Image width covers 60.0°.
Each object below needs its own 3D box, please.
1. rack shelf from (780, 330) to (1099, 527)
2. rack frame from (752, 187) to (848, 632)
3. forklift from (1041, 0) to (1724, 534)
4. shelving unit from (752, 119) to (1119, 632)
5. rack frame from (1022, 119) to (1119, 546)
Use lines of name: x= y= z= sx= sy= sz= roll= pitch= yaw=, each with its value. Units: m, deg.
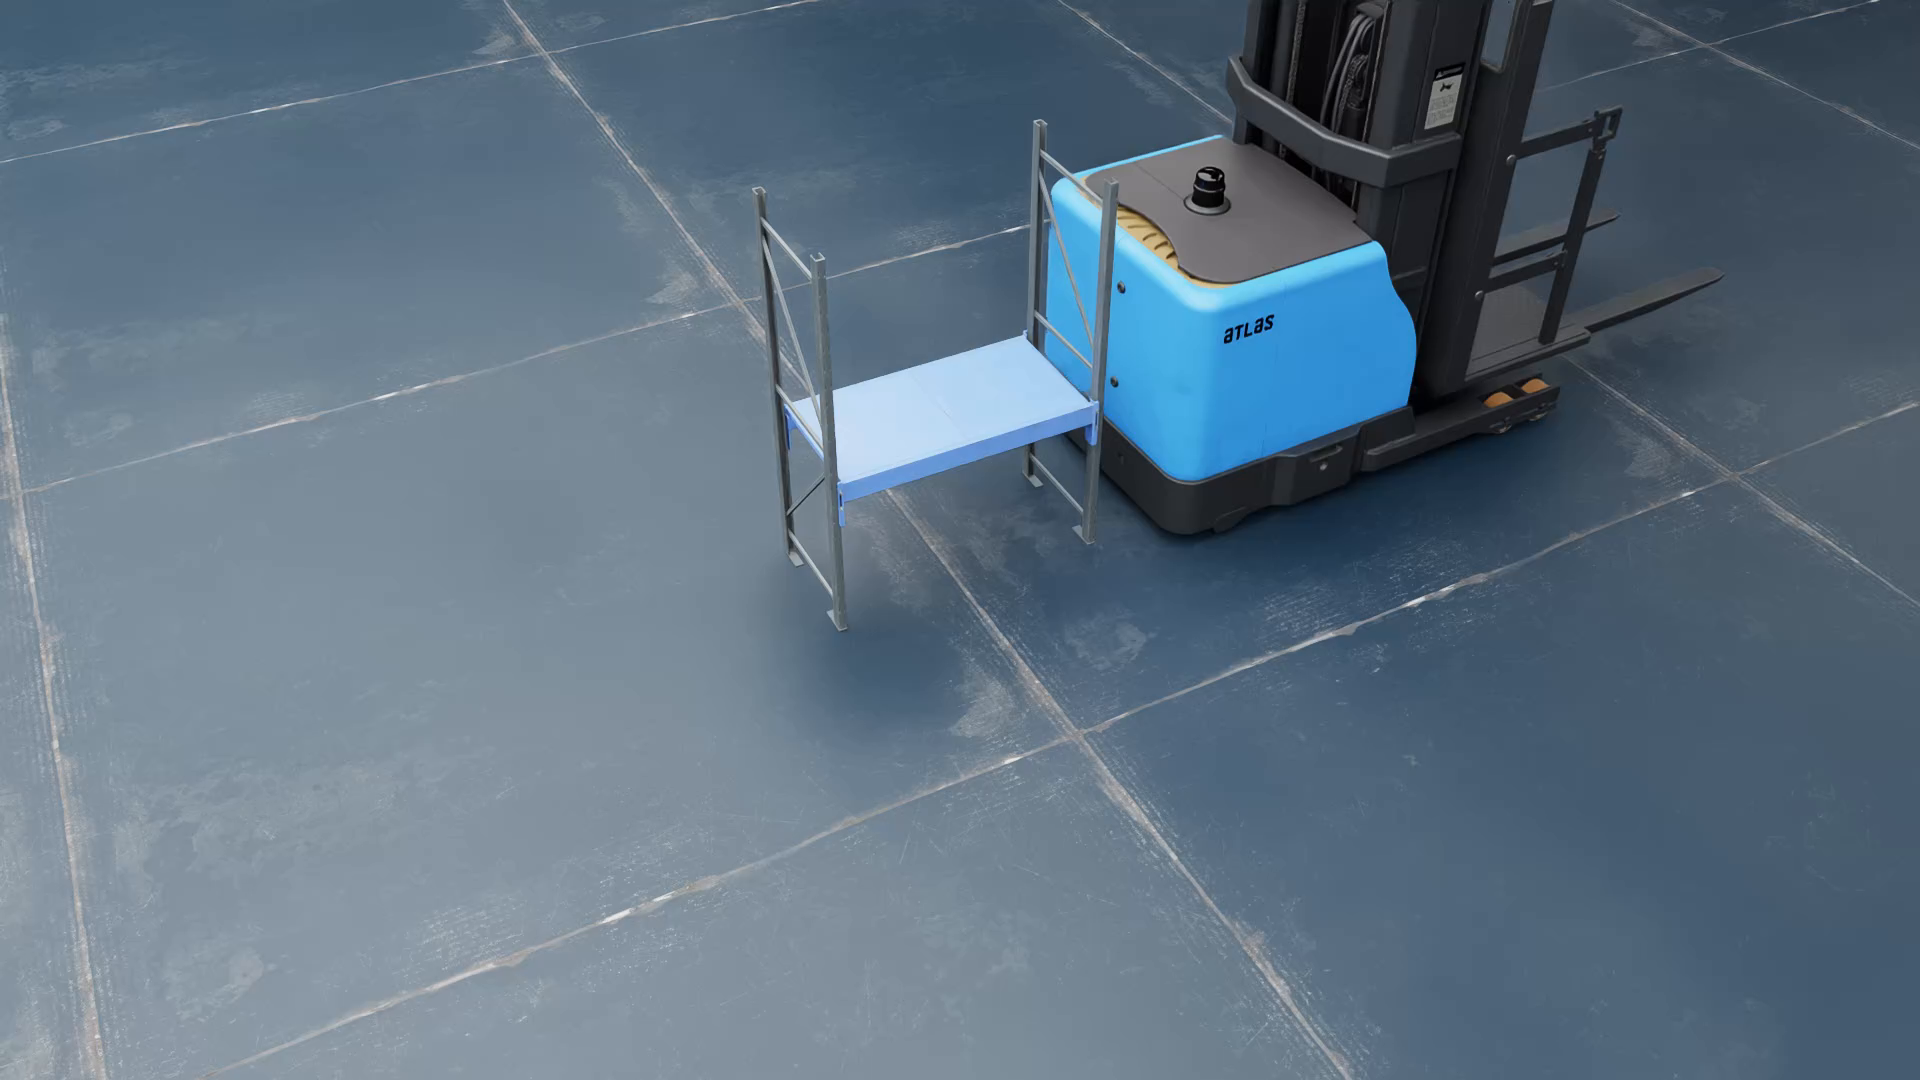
rack shelf: x=-0.076 y=-0.410 z=5.852 sx=1.000 sy=0.185 sz=0.538 roll=-19 pitch=44 yaw=-21
rack frame: x=-0.527 y=-0.395 z=5.556 sx=0.032 sy=1.500 sz=0.500 roll=-19 pitch=44 yaw=-21
forklift: x=1.864 y=-1.829 z=6.142 sx=3.031 sy=2.935 sz=1.130 roll=-20 pitch=44 yaw=-22
shelving unit: x=-0.076 y=-0.547 z=5.735 sx=1.048 sy=1.500 sz=0.538 roll=-19 pitch=44 yaw=-21
rack frame: x=0.375 y=-0.699 z=5.915 sx=0.032 sy=1.500 sz=0.500 roll=-19 pitch=44 yaw=-21
